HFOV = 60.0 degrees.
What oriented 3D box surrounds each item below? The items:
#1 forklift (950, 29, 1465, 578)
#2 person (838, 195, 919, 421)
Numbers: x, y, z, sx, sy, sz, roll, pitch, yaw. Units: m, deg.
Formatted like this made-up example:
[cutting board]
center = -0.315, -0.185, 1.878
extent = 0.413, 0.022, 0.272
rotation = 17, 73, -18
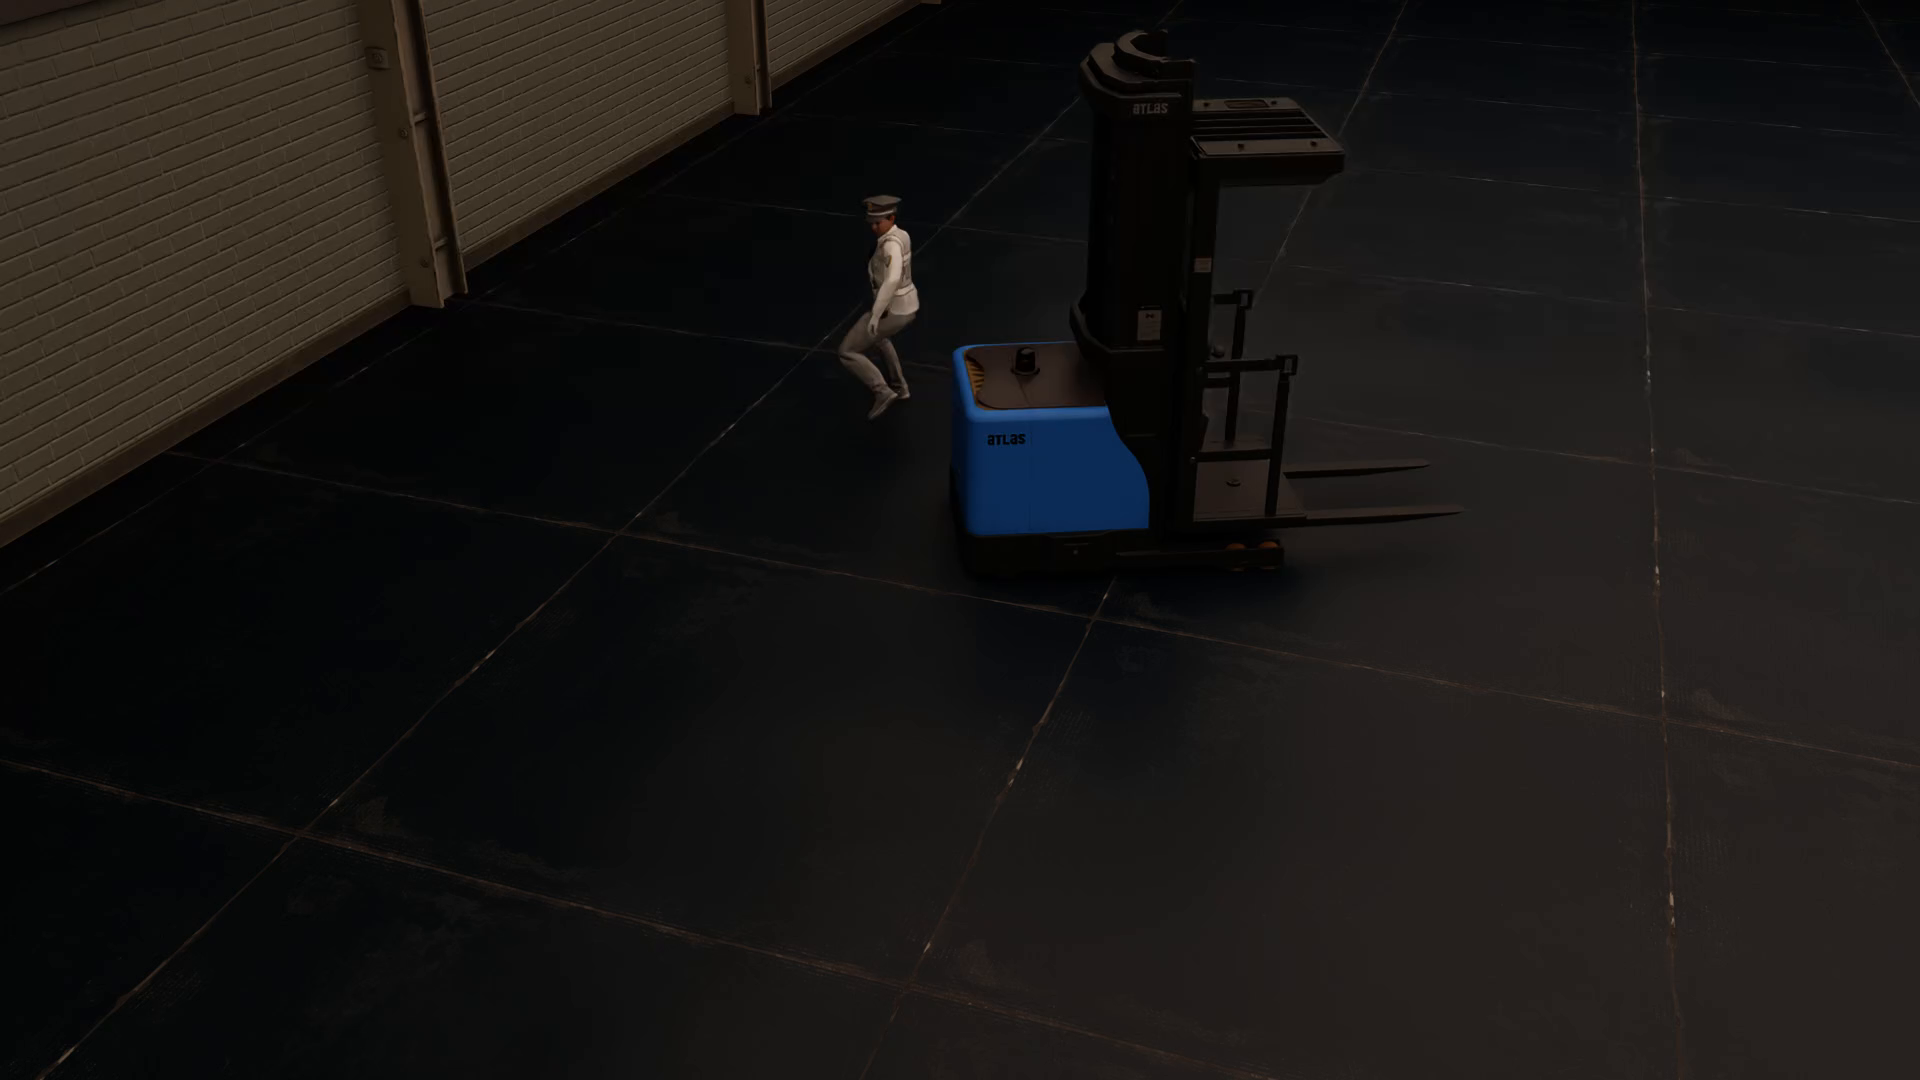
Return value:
[forklift]
center = 1.486, -1.345, 9.496
extent = 3.031, 2.935, 1.130
rotation = -3, 30, -5
[person]
center = -0.518, -1.589, 11.368
extent = 0.483, 1.555, 0.908
rotation = 11, 32, 19
